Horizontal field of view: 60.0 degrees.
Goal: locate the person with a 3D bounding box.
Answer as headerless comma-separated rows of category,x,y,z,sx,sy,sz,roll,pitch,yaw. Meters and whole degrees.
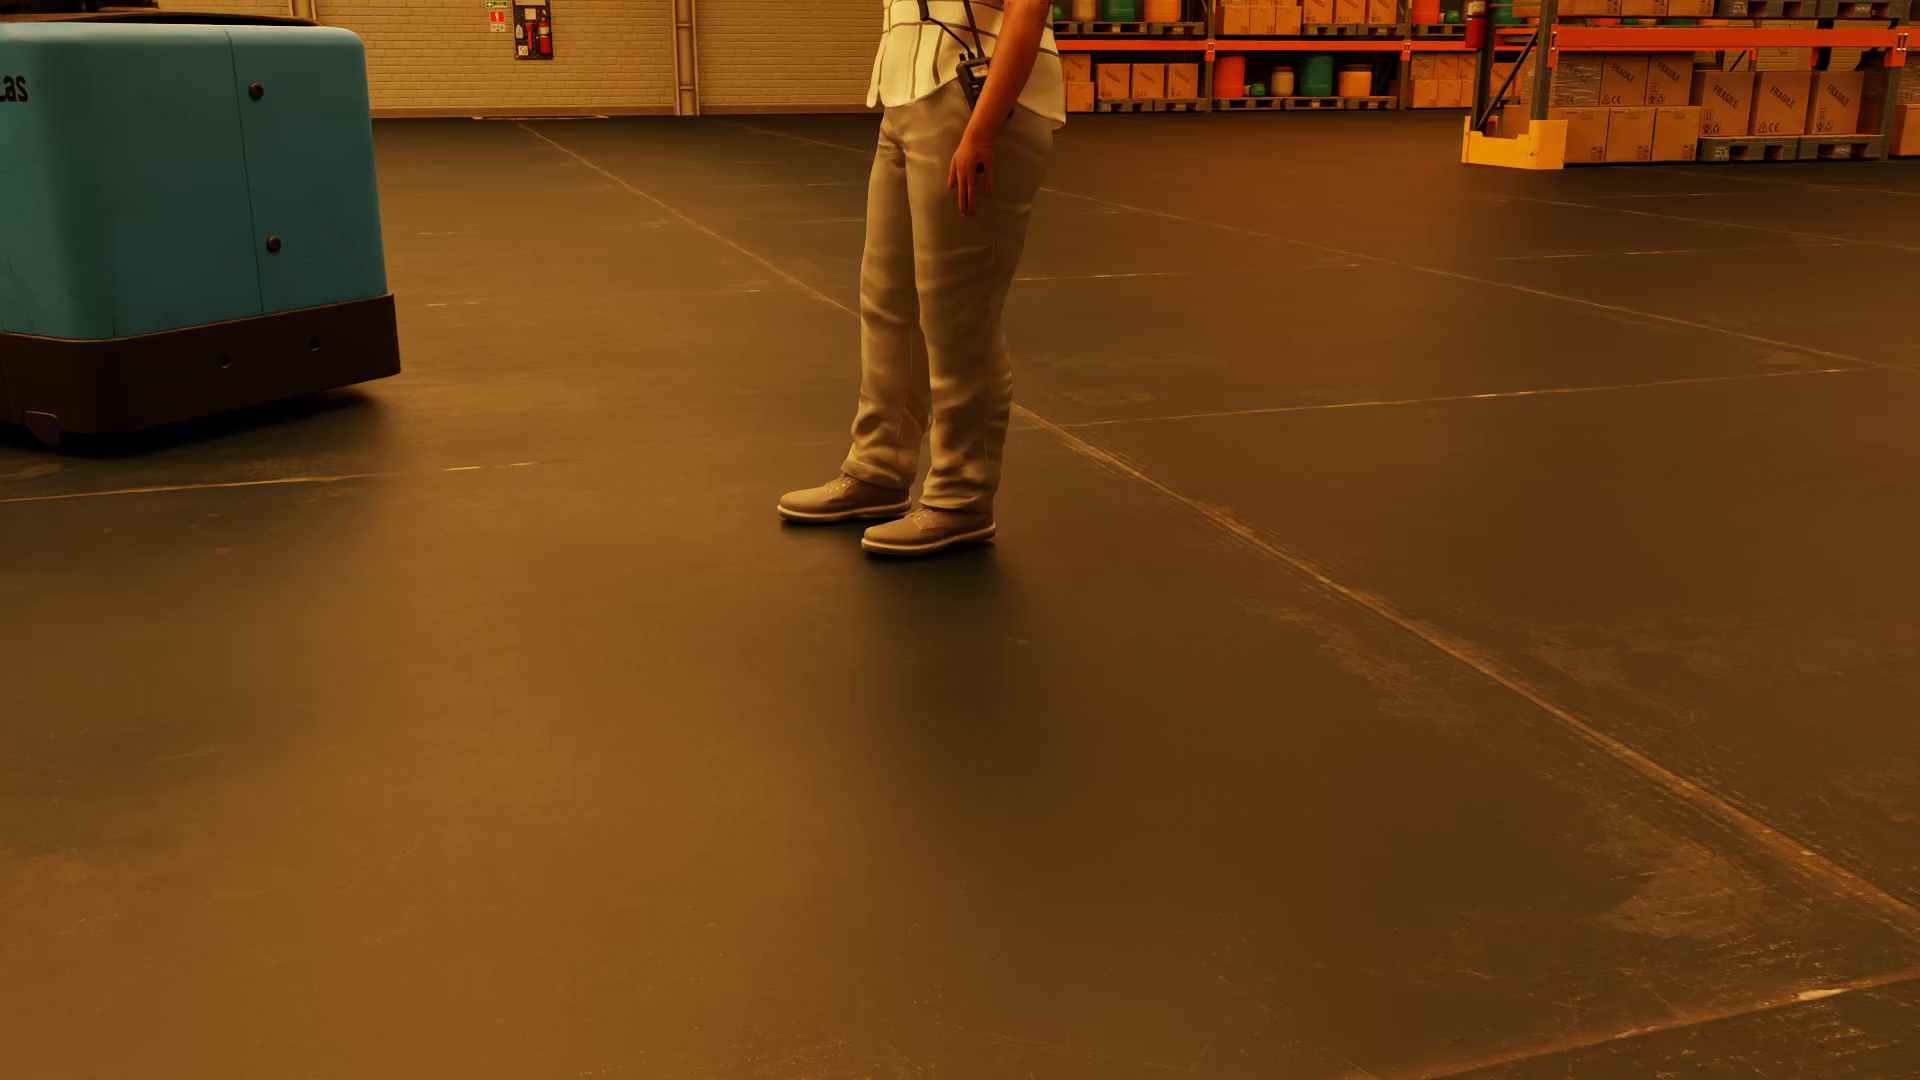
person,-0.080,-0.807,3.328,0.529,1.670,0.599,-5,17,-17

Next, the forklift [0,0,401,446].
forklift,-3.246,-1.922,4.919,3.031,2.935,1.130,8,18,26
